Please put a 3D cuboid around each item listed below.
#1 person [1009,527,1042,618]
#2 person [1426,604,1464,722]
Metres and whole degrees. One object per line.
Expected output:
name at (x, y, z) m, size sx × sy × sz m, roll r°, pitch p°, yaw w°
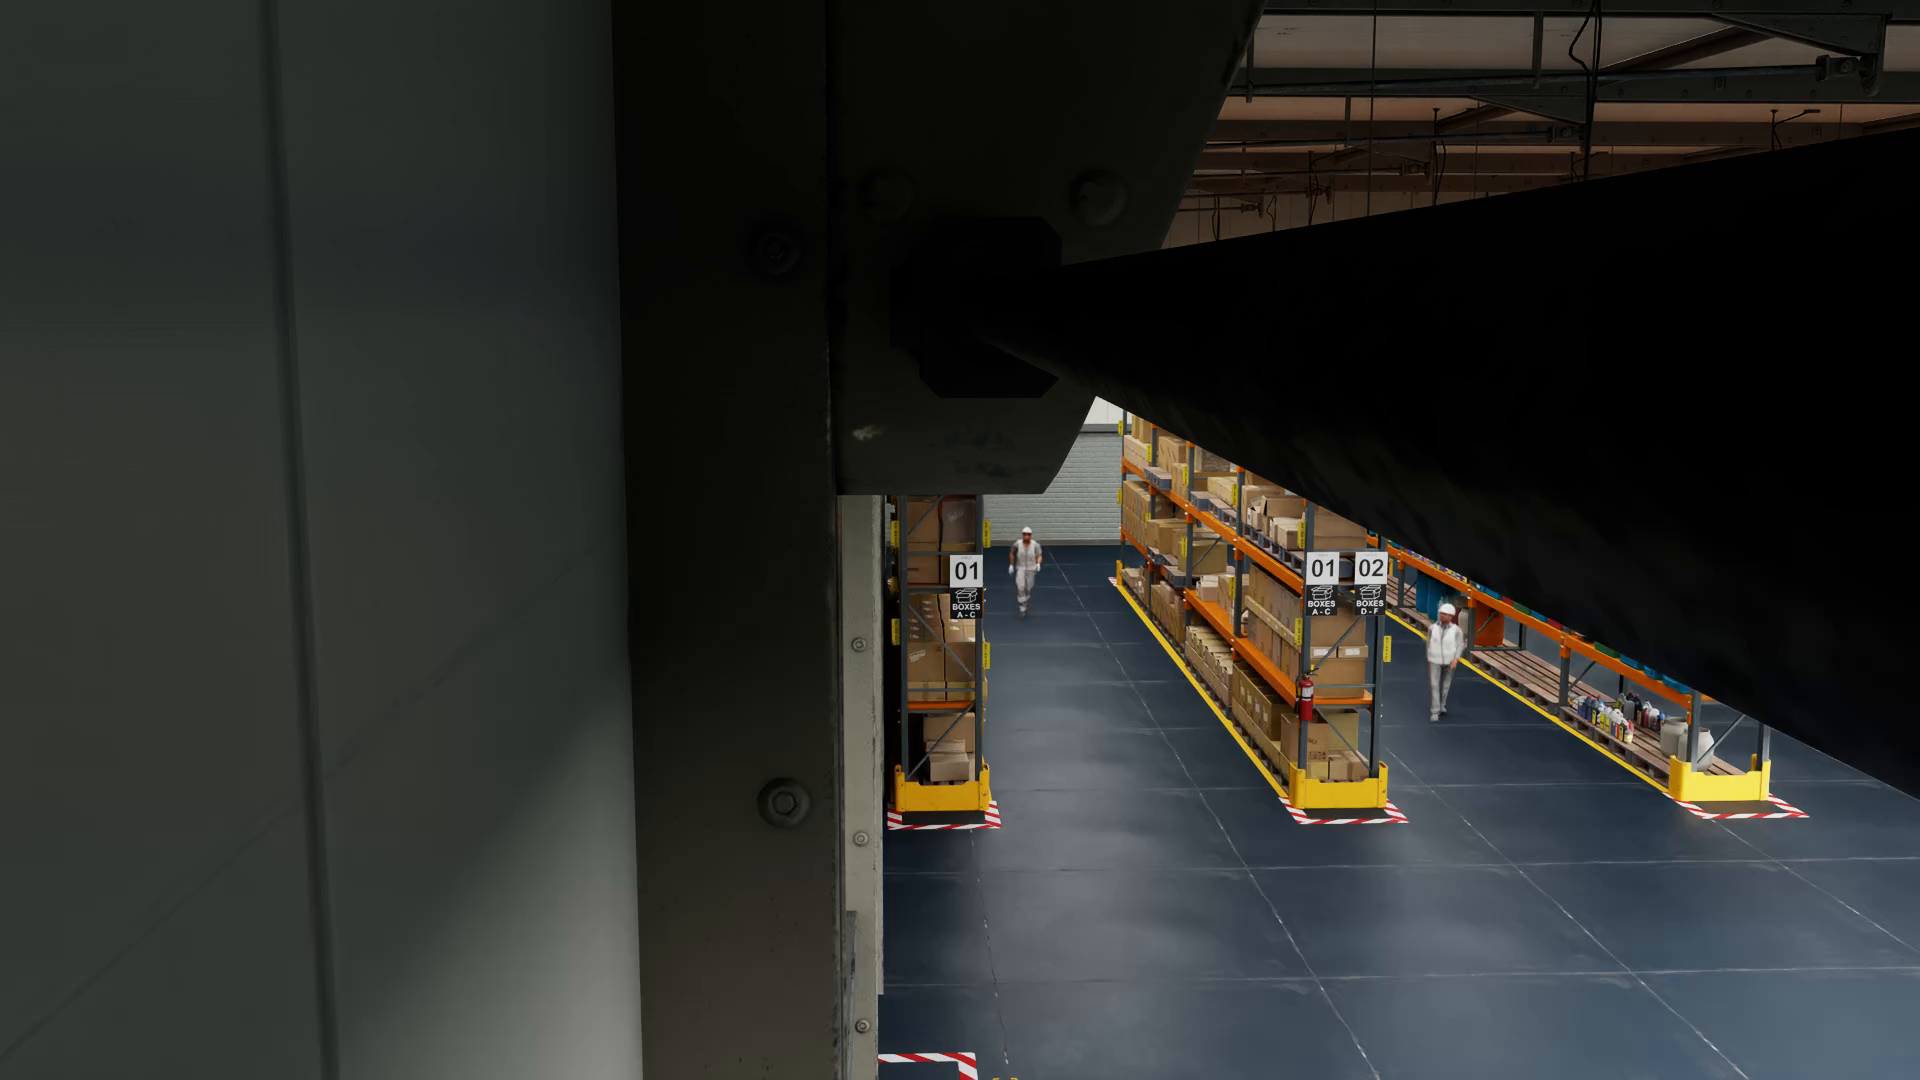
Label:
person at (1.304, 0.637, 33.054) m, size 0.625 × 1.810 × 0.877 m, roll -1°, pitch 8°, yaw -4°
person at (7.236, 1.806, 24.802) m, size 0.506 × 1.707 × 1.055 m, roll 1°, pitch 9°, yaw 9°
